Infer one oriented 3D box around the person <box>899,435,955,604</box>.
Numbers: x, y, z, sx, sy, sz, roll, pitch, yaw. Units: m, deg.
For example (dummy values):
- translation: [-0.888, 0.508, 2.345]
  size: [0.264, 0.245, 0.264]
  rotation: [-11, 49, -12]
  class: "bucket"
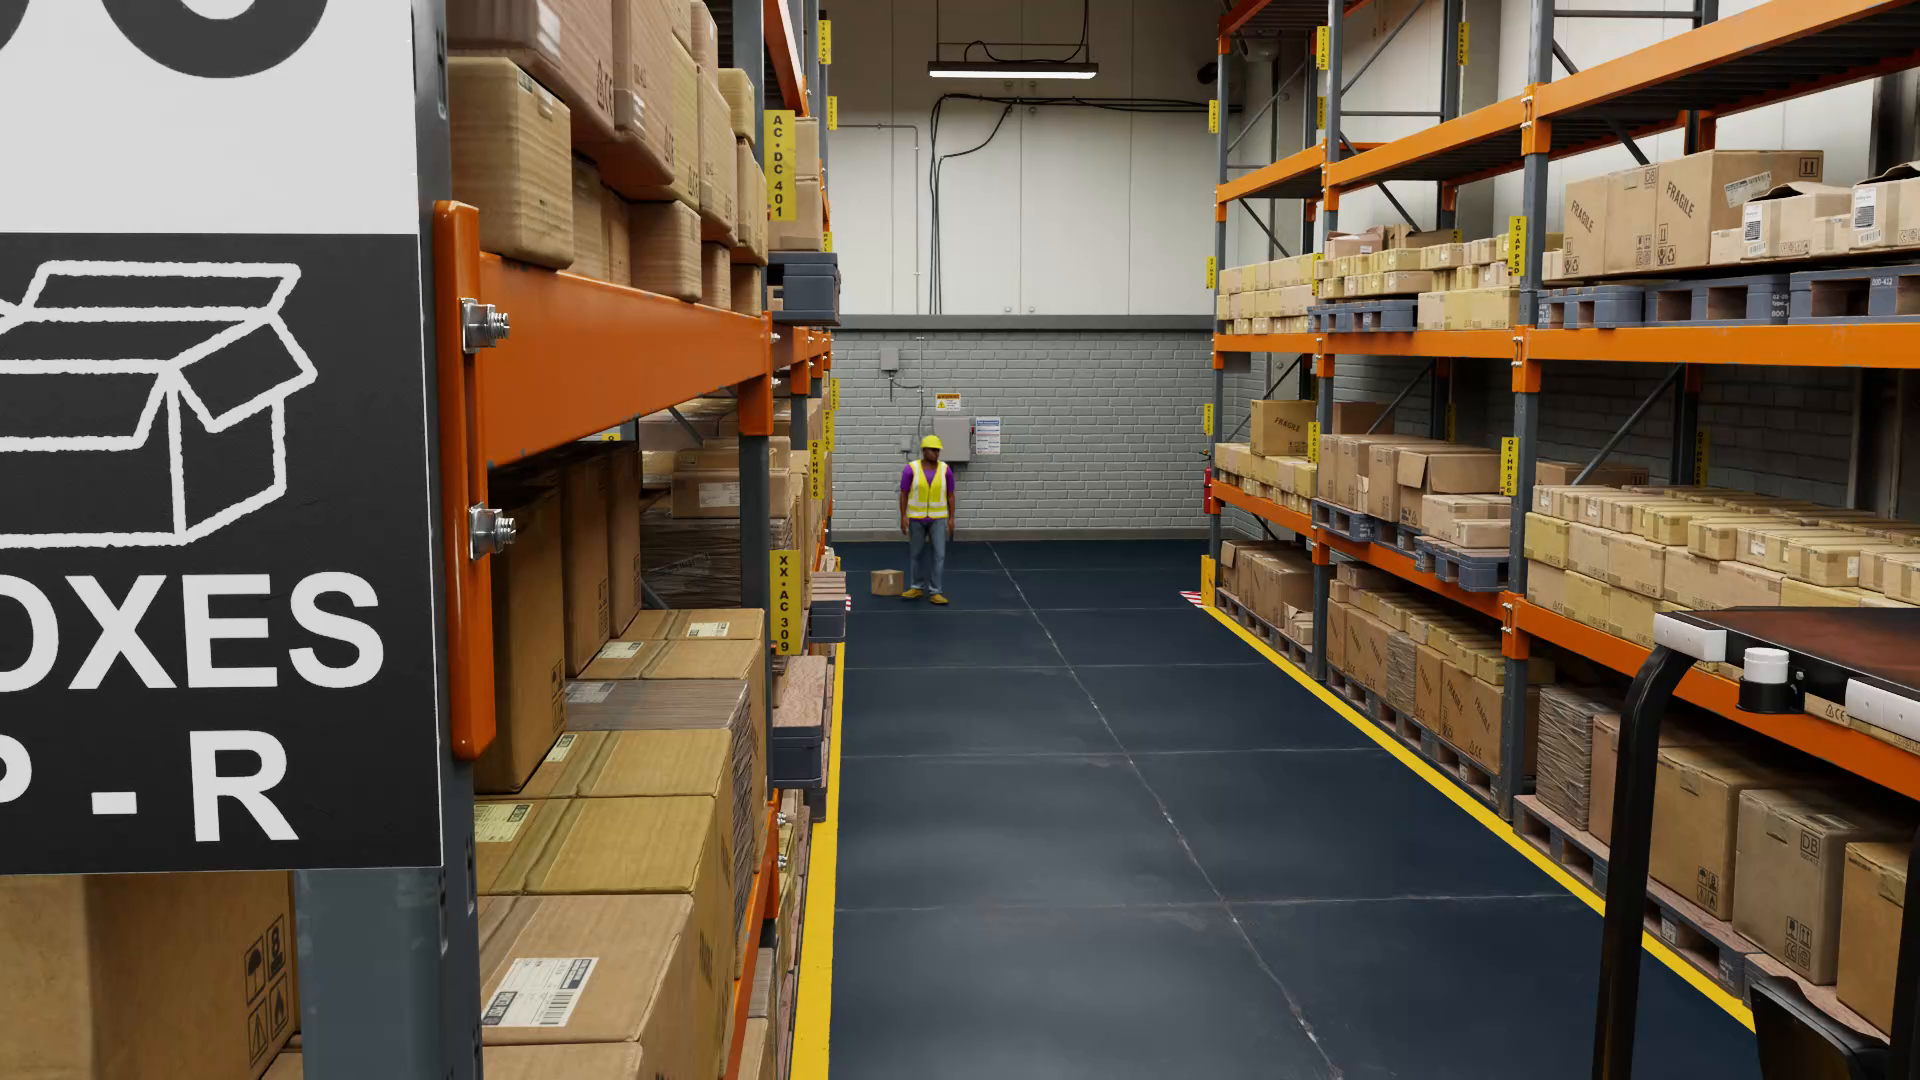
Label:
- translation: [-0.343, -0.222, 17.499]
  size: [0.589, 1.766, 0.569]
  rotation: [-1, 7, -4]
  class: "person"
